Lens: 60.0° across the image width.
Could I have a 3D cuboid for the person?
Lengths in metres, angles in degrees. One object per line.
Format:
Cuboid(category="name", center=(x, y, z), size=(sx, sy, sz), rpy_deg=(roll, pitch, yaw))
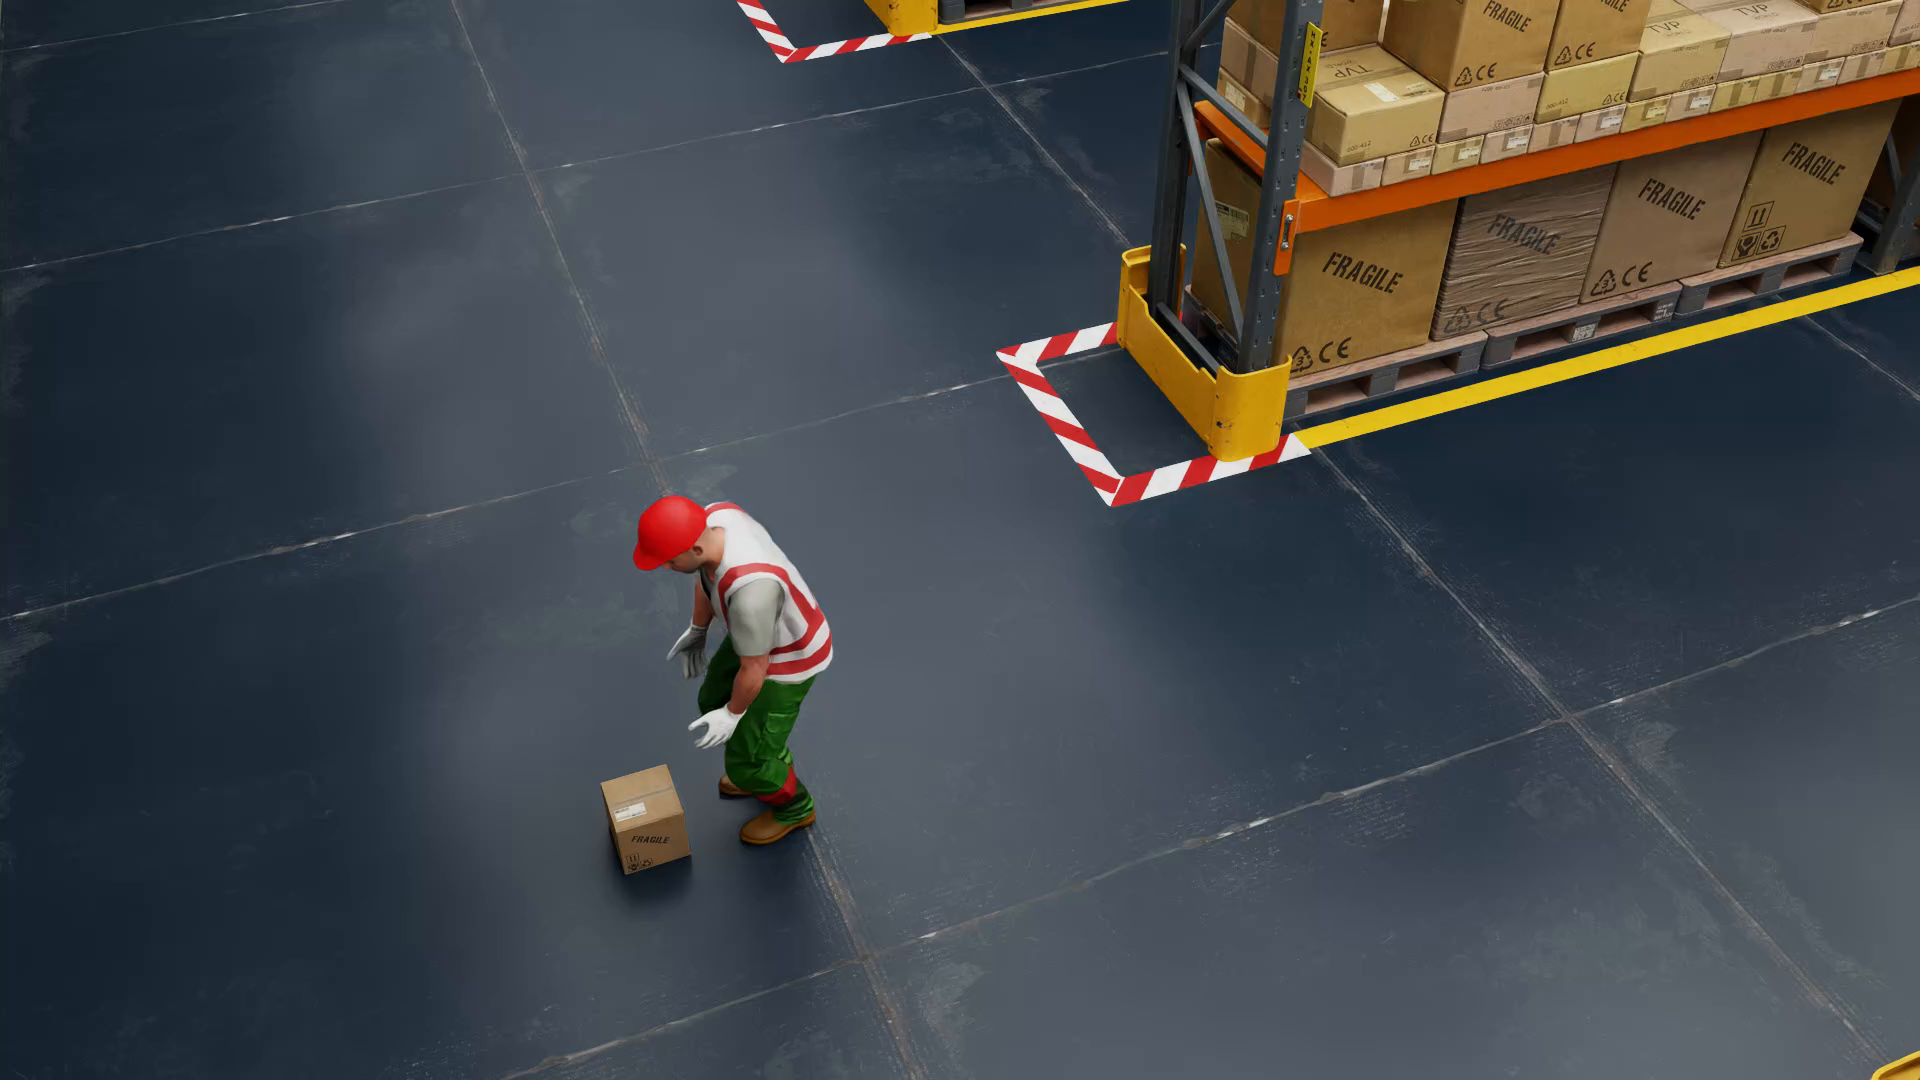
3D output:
Cuboid(category="person", center=(-0.752, 0.438, 5.785), size=(0.625, 1.604, 0.572), rpy_deg=(-15, 43, -16))
